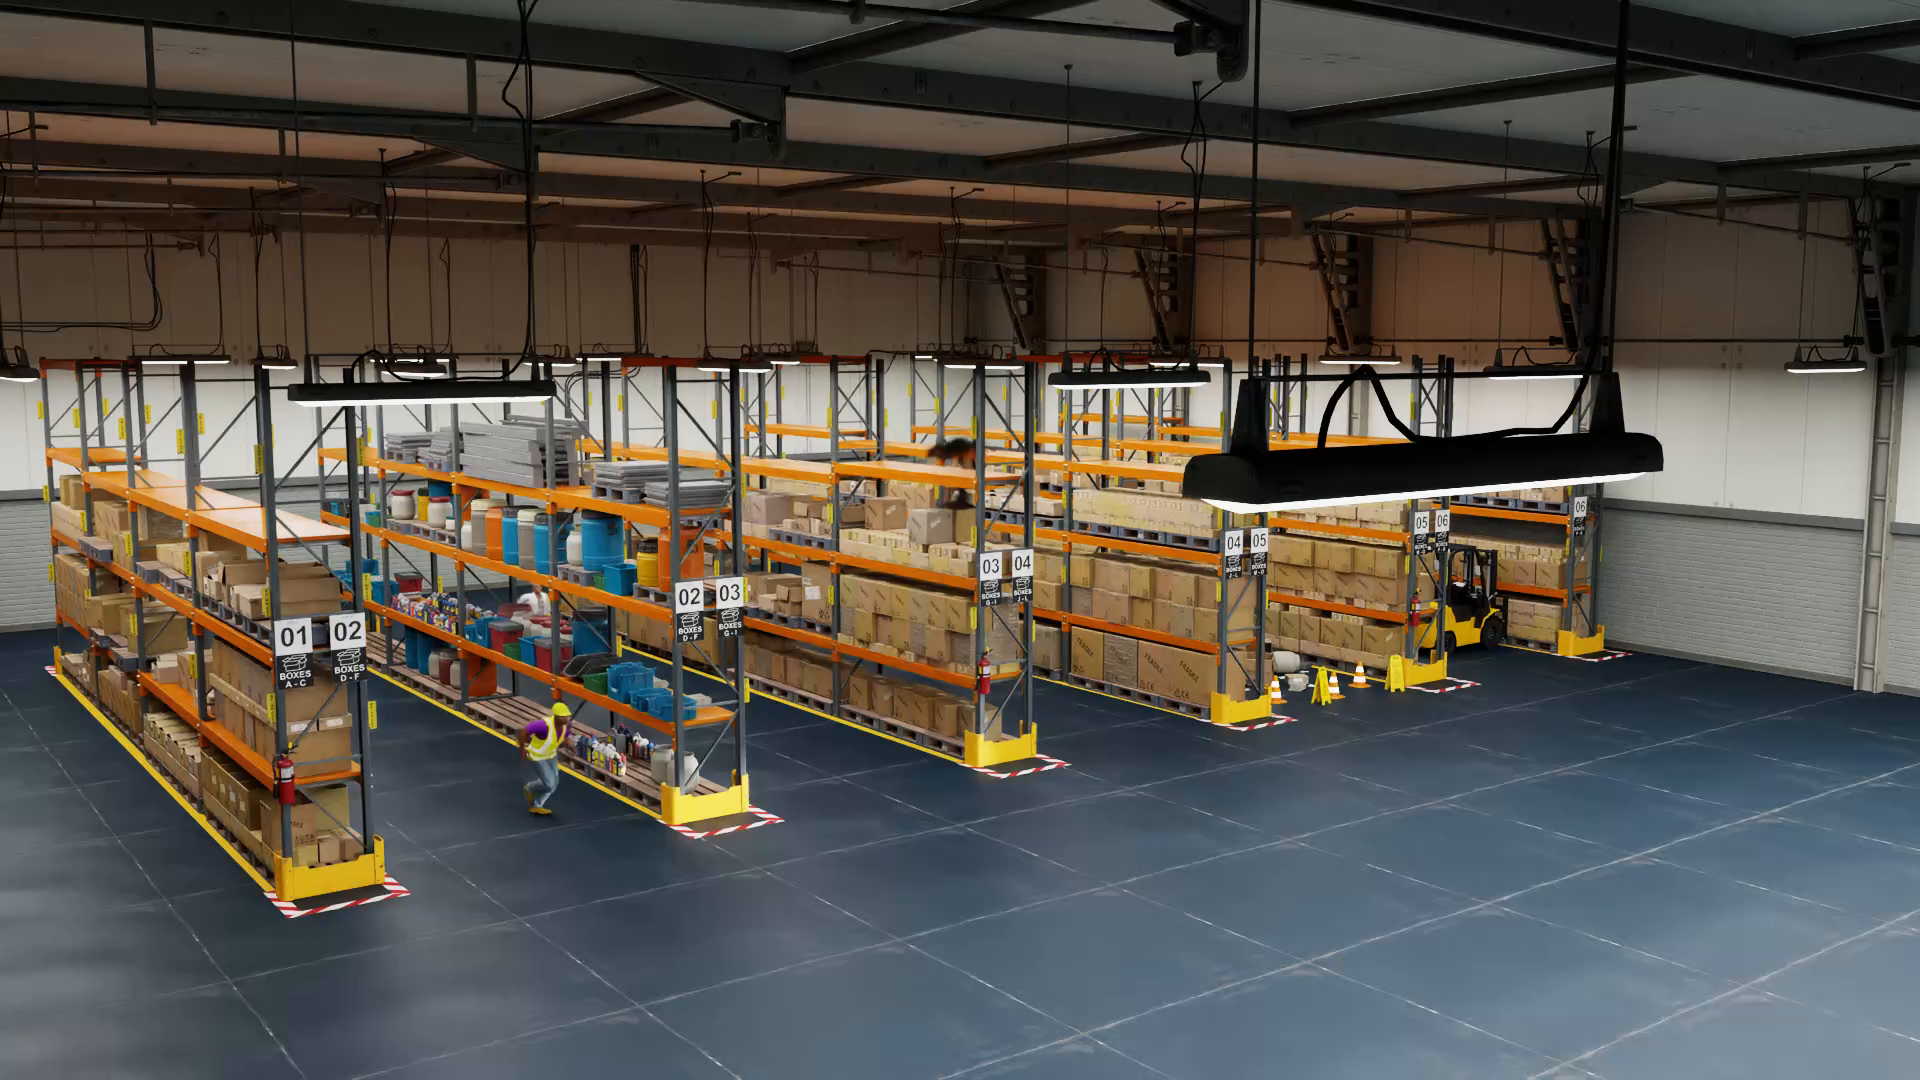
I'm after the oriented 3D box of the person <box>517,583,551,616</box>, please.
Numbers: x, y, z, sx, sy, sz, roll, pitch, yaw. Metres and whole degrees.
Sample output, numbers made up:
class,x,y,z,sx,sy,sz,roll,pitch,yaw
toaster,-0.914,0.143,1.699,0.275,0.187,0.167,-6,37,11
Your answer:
class,x,y,z,sx,sy,sz,roll,pitch,yaw
person,-8.118,1.649,31.743,1.034,1.782,0.676,6,9,41

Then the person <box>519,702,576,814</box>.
class,x,y,z,sx,sy,sz,roll,pitch,yaw
person,-5.498,2.912,22.065,0.837,1.573,0.737,4,8,33
